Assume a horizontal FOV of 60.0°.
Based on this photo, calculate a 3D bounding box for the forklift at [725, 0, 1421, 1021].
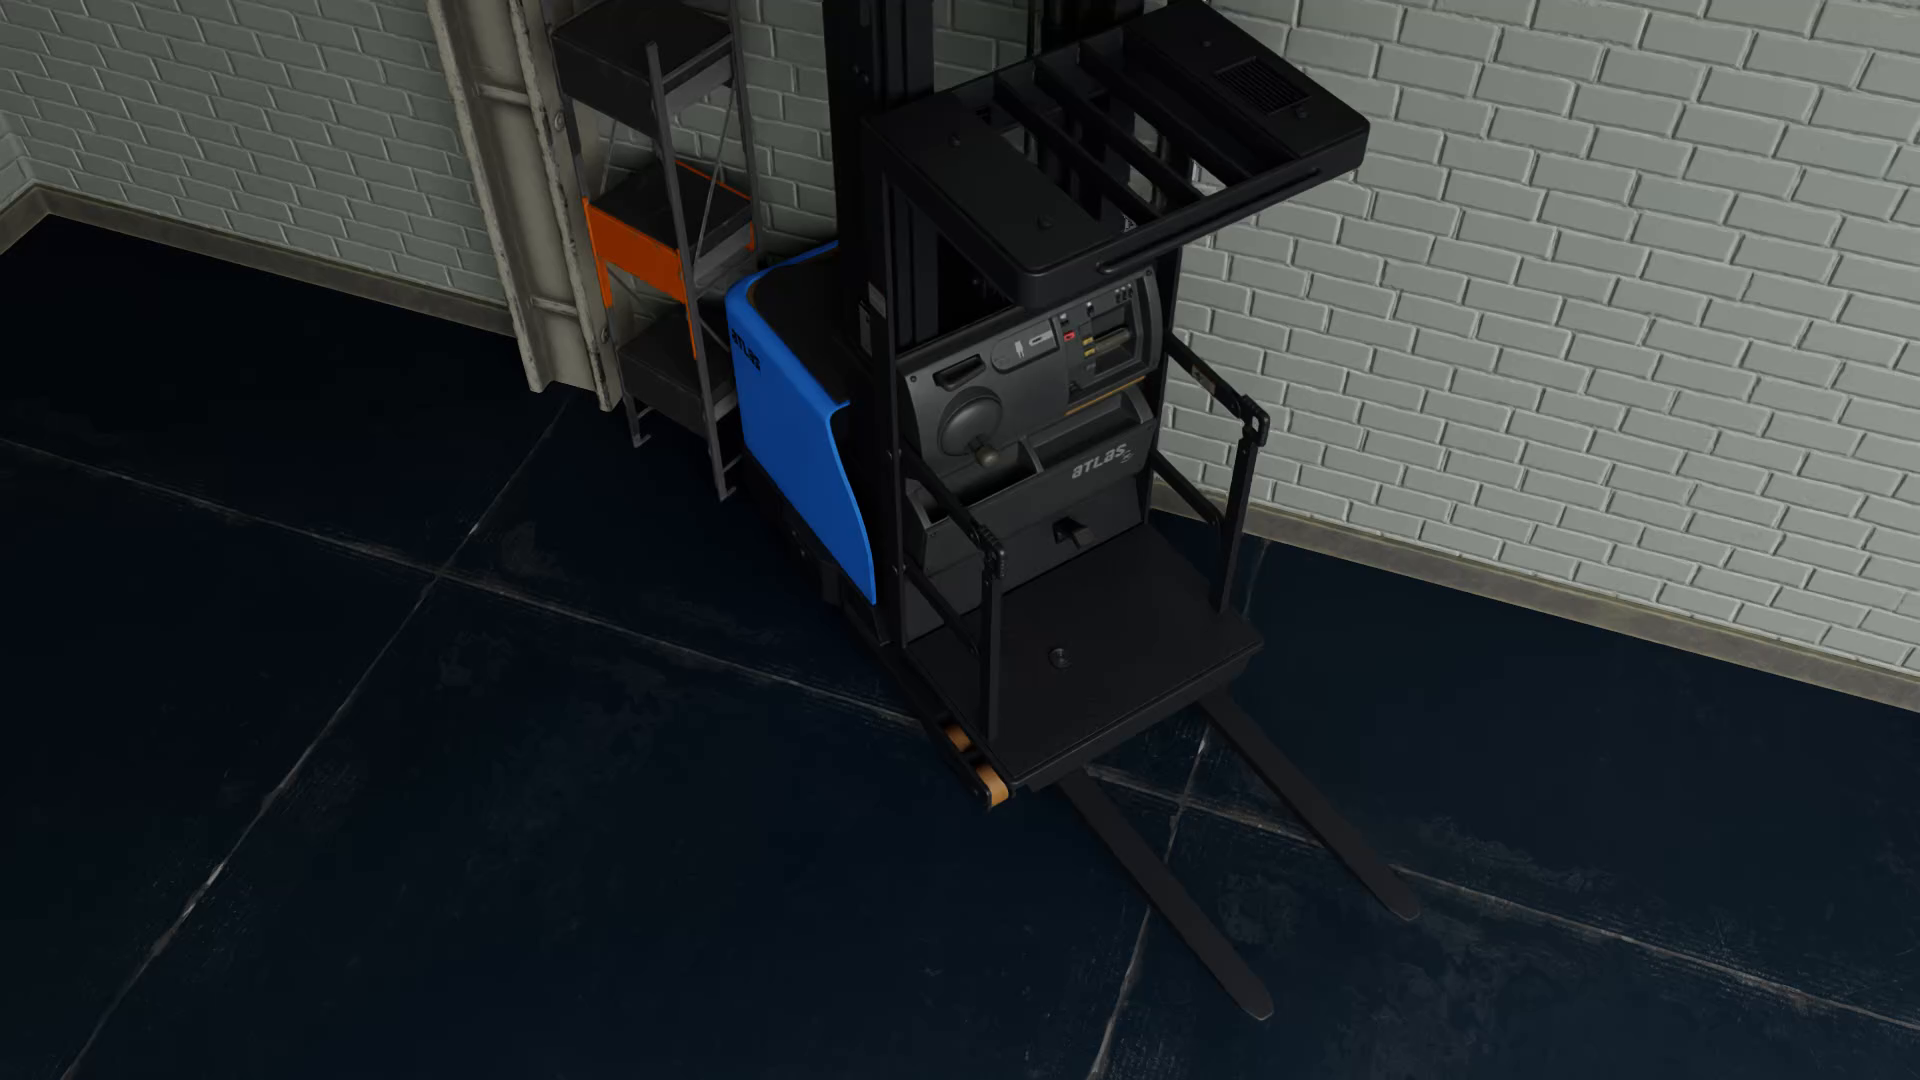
[{"bbox_3d":[0.361,-0.445,5.063,1.130,2.935,3.031,-26,54,-21],"label":"forklift"}]

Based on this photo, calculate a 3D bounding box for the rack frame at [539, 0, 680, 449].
[{"bbox_3d":[-1.237,-1.192,6.260,0.015,2.100,0.400,30,56,24],"label":"rack frame"}]

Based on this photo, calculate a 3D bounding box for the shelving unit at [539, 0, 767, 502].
[{"bbox_3d":[-1.044,-1.079,6.162,0.503,2.100,0.431,30,56,24],"label":"shelving unit"}]

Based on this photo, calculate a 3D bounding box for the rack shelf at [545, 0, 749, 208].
[{"bbox_3d":[-1.044,-1.529,5.644,0.480,0.518,0.431,30,56,24],"label":"rack shelf"}]

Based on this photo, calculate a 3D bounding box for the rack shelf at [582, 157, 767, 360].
[{"bbox_3d":[-1.044,-1.070,6.173,0.480,0.518,0.431,30,56,24],"label":"rack shelf"}]

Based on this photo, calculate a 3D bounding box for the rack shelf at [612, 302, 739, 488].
[{"bbox_3d":[-1.044,-0.612,6.702,0.480,0.518,0.431,30,56,24],"label":"rack shelf"}]

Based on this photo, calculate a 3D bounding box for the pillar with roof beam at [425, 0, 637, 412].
[{"bbox_3d":[-3.113,-0.601,1.183,0.400,9.000,9.100,16,51,13],"label":"pillar with roof beam"}]

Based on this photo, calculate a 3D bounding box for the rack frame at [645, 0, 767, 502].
[{"bbox_3d":[-0.851,-0.966,6.064,0.015,2.100,0.400,30,56,24],"label":"rack frame"}]
